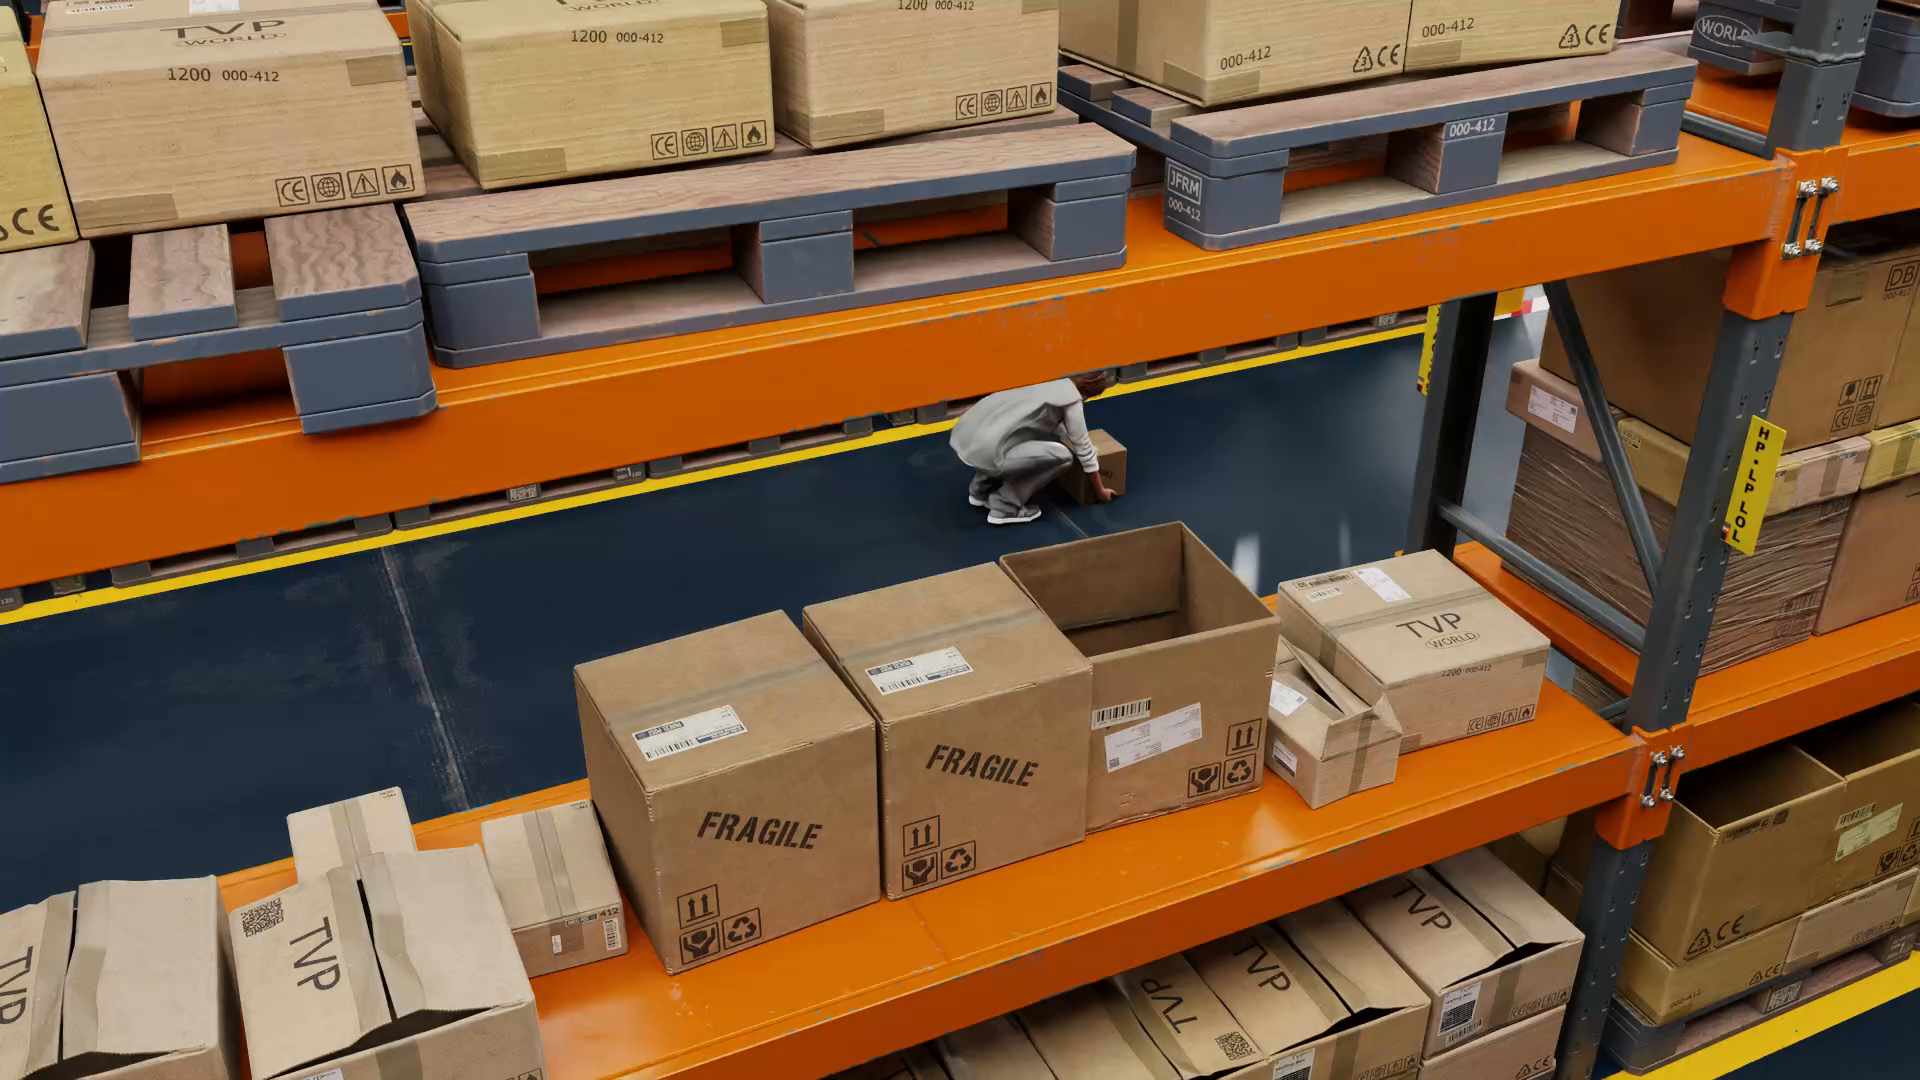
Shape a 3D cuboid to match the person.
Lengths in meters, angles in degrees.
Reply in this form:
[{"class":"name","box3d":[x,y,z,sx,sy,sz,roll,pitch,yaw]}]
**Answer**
[{"class":"person","box3d":[0.341,-0.448,7.901,0.836,0.759,0.434,-14,33,-22]}]
